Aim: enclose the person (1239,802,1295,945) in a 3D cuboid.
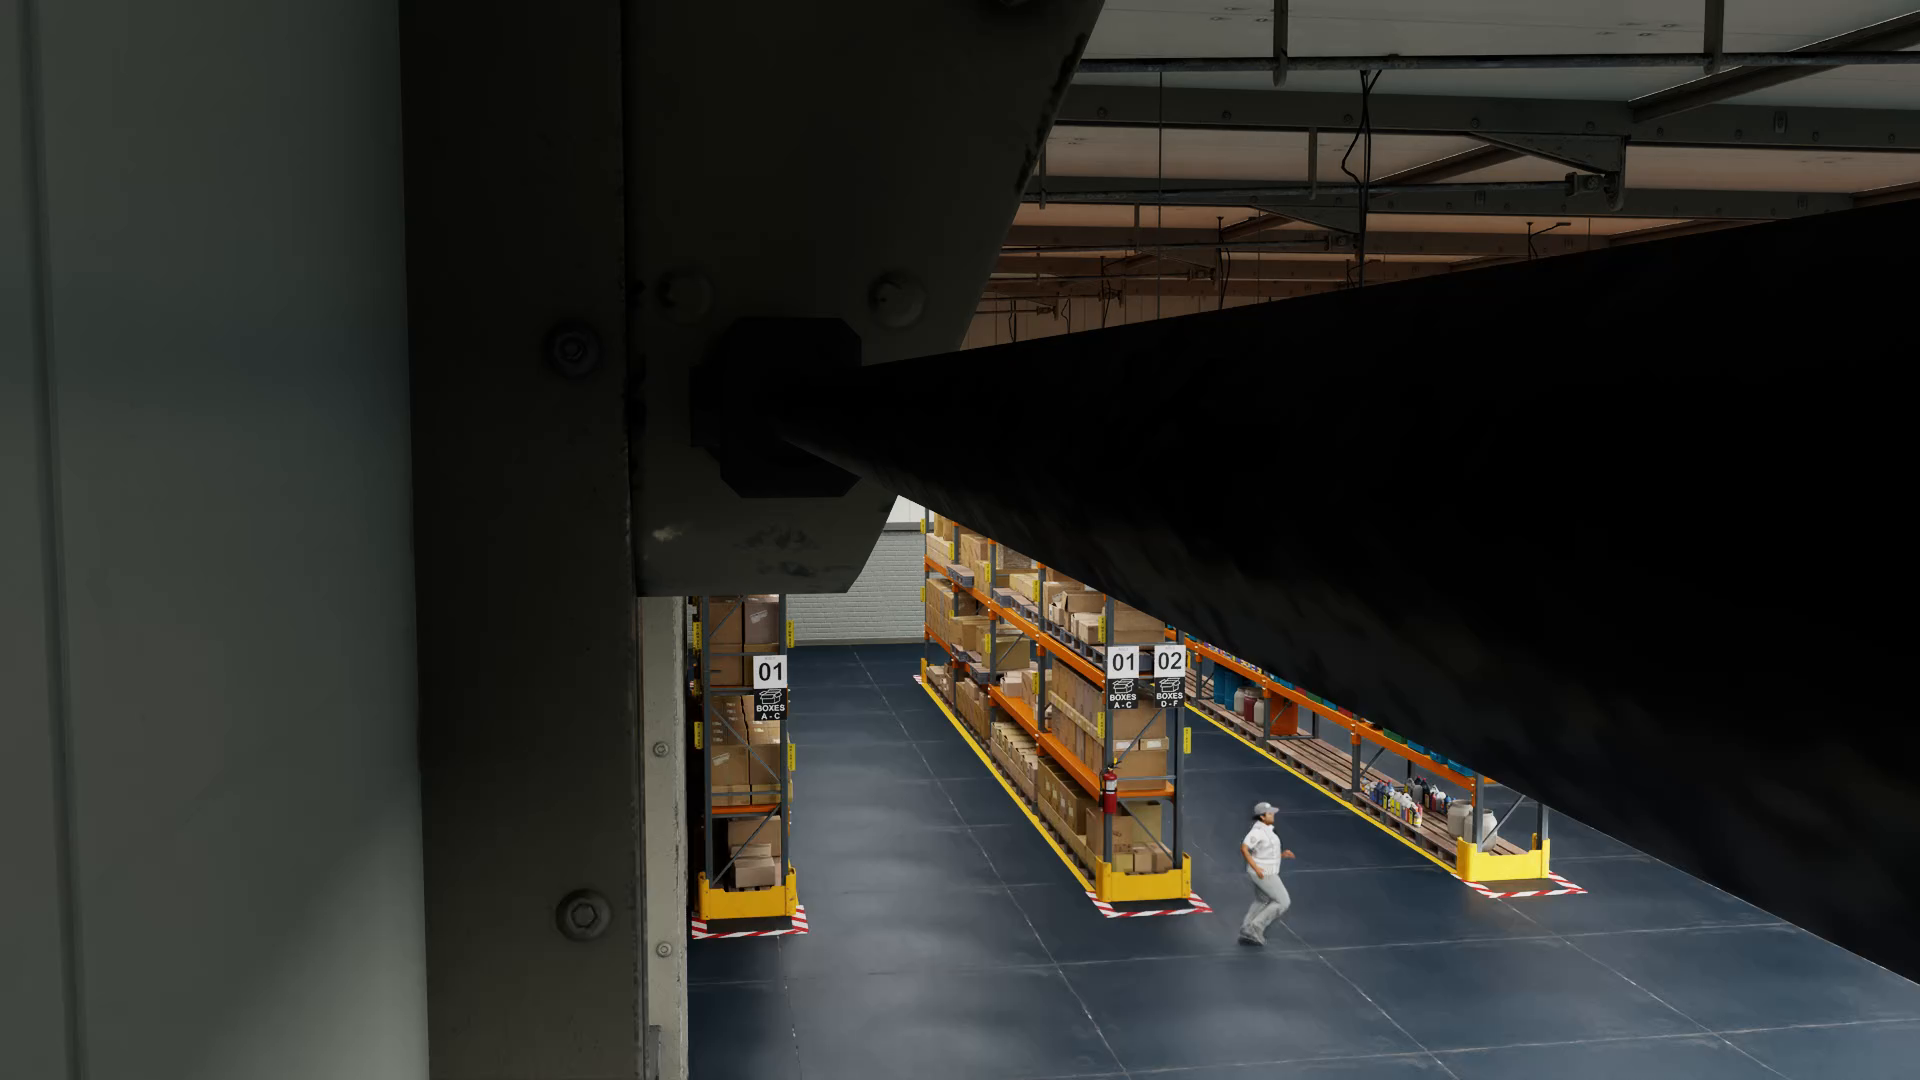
[{"bbox_3d":[3.525,3.830,19.100,0.625,1.621,0.586,1,5,14],"label":"person"}]
